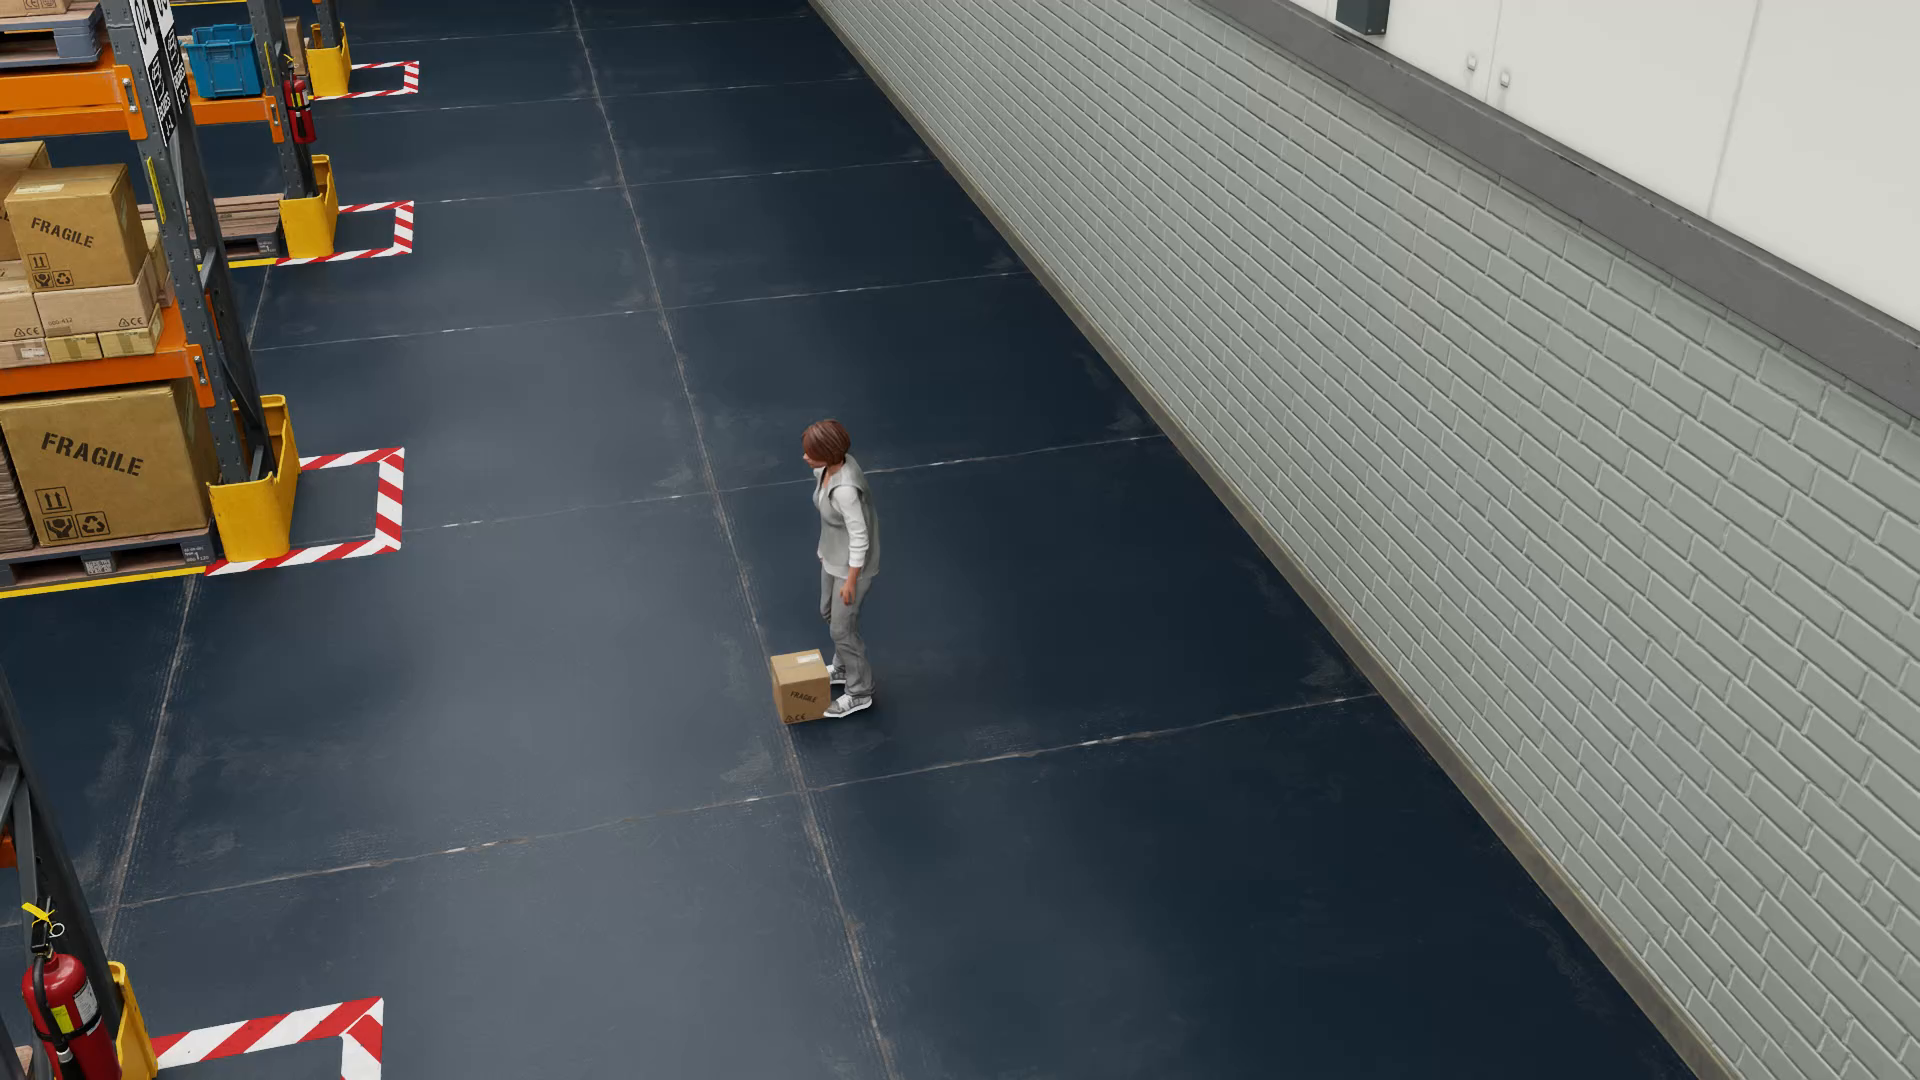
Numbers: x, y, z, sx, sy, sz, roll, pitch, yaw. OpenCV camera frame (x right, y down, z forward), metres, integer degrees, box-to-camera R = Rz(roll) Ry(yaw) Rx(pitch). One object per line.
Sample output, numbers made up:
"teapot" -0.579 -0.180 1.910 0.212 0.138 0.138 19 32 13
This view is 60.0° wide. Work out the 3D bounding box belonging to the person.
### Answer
"person" -0.568 0.121 8.036 0.345 1.592 0.478 -10 32 -16
